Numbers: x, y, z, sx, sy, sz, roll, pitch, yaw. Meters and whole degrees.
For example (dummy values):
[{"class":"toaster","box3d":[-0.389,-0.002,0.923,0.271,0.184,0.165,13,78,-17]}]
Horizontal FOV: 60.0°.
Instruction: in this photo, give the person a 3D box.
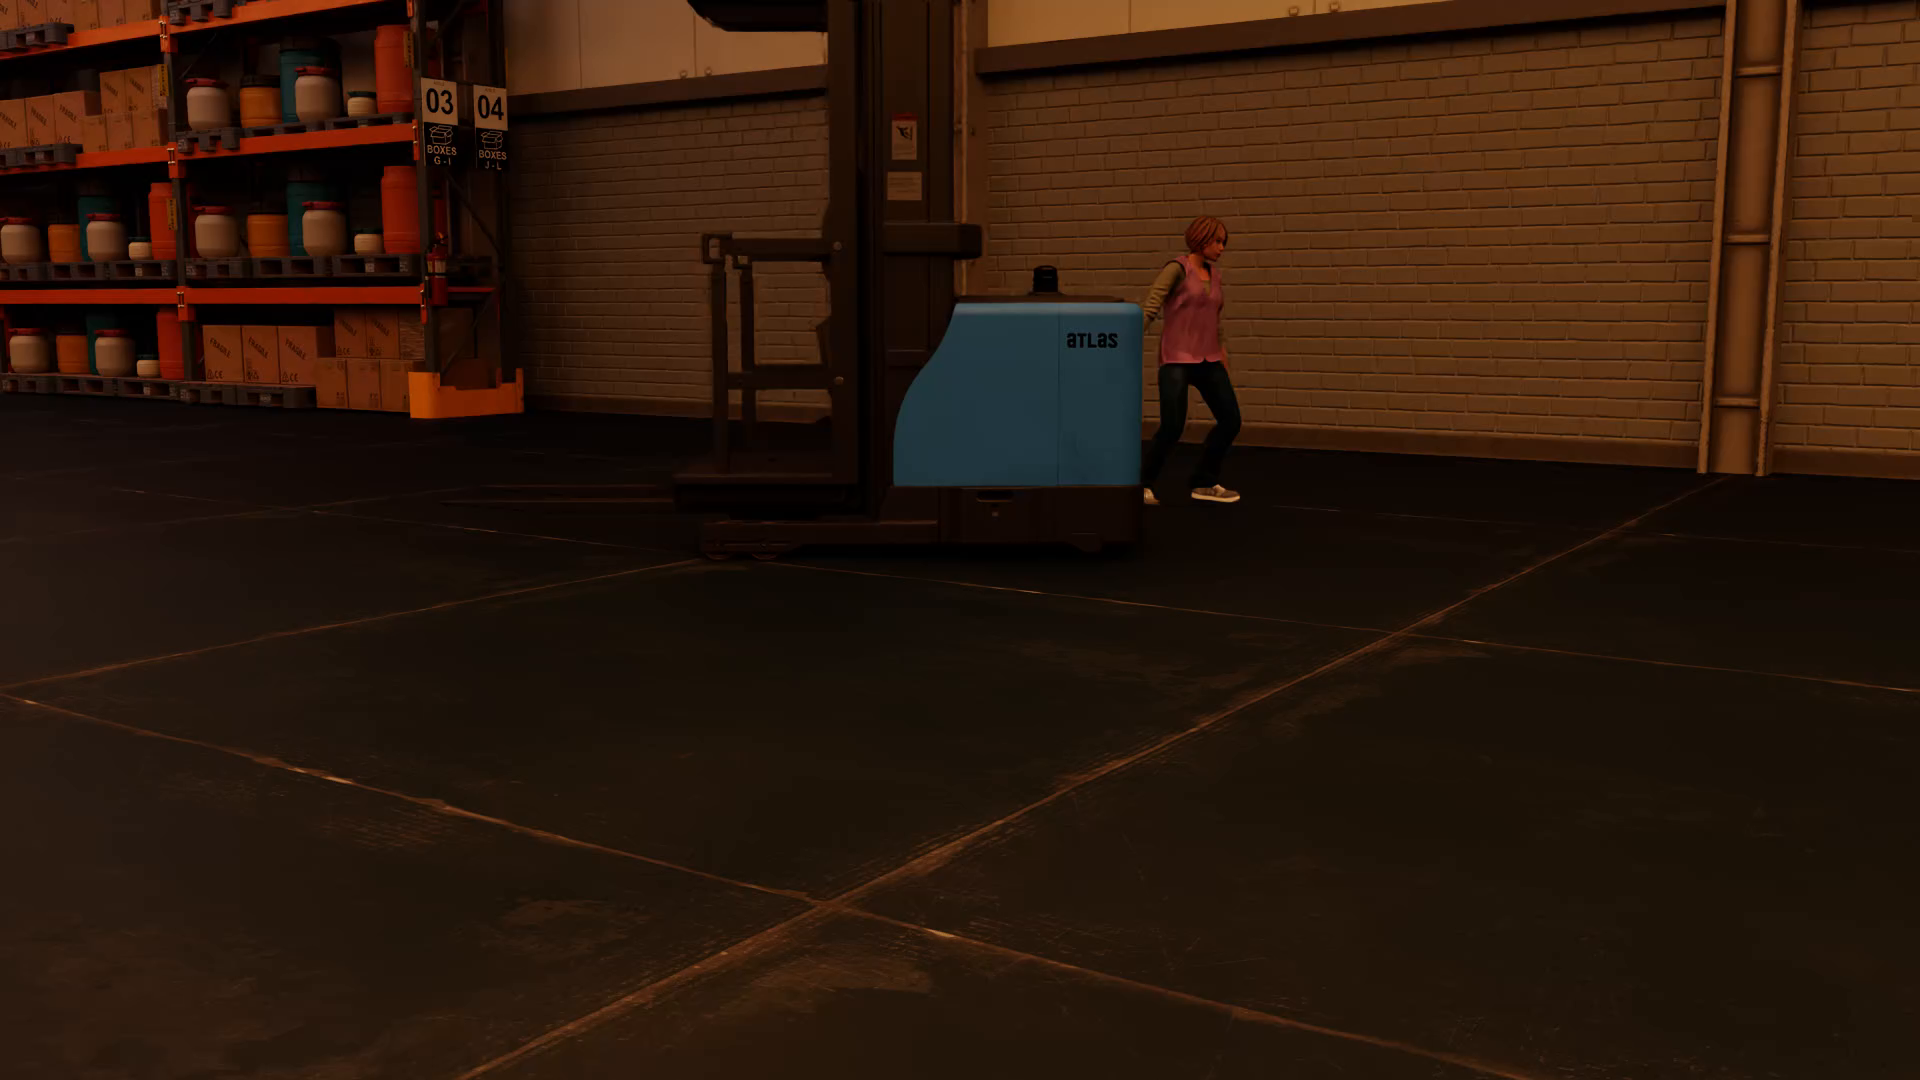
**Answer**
[{"class":"person","box3d":[1.157,-0.937,8.891,0.733,1.547,0.438,-5,9,-30]}]

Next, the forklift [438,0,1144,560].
[{"class":"forklift","box3d":[-0.738,-1.440,7.320,3.031,2.935,1.130,0,8,-1]}]
